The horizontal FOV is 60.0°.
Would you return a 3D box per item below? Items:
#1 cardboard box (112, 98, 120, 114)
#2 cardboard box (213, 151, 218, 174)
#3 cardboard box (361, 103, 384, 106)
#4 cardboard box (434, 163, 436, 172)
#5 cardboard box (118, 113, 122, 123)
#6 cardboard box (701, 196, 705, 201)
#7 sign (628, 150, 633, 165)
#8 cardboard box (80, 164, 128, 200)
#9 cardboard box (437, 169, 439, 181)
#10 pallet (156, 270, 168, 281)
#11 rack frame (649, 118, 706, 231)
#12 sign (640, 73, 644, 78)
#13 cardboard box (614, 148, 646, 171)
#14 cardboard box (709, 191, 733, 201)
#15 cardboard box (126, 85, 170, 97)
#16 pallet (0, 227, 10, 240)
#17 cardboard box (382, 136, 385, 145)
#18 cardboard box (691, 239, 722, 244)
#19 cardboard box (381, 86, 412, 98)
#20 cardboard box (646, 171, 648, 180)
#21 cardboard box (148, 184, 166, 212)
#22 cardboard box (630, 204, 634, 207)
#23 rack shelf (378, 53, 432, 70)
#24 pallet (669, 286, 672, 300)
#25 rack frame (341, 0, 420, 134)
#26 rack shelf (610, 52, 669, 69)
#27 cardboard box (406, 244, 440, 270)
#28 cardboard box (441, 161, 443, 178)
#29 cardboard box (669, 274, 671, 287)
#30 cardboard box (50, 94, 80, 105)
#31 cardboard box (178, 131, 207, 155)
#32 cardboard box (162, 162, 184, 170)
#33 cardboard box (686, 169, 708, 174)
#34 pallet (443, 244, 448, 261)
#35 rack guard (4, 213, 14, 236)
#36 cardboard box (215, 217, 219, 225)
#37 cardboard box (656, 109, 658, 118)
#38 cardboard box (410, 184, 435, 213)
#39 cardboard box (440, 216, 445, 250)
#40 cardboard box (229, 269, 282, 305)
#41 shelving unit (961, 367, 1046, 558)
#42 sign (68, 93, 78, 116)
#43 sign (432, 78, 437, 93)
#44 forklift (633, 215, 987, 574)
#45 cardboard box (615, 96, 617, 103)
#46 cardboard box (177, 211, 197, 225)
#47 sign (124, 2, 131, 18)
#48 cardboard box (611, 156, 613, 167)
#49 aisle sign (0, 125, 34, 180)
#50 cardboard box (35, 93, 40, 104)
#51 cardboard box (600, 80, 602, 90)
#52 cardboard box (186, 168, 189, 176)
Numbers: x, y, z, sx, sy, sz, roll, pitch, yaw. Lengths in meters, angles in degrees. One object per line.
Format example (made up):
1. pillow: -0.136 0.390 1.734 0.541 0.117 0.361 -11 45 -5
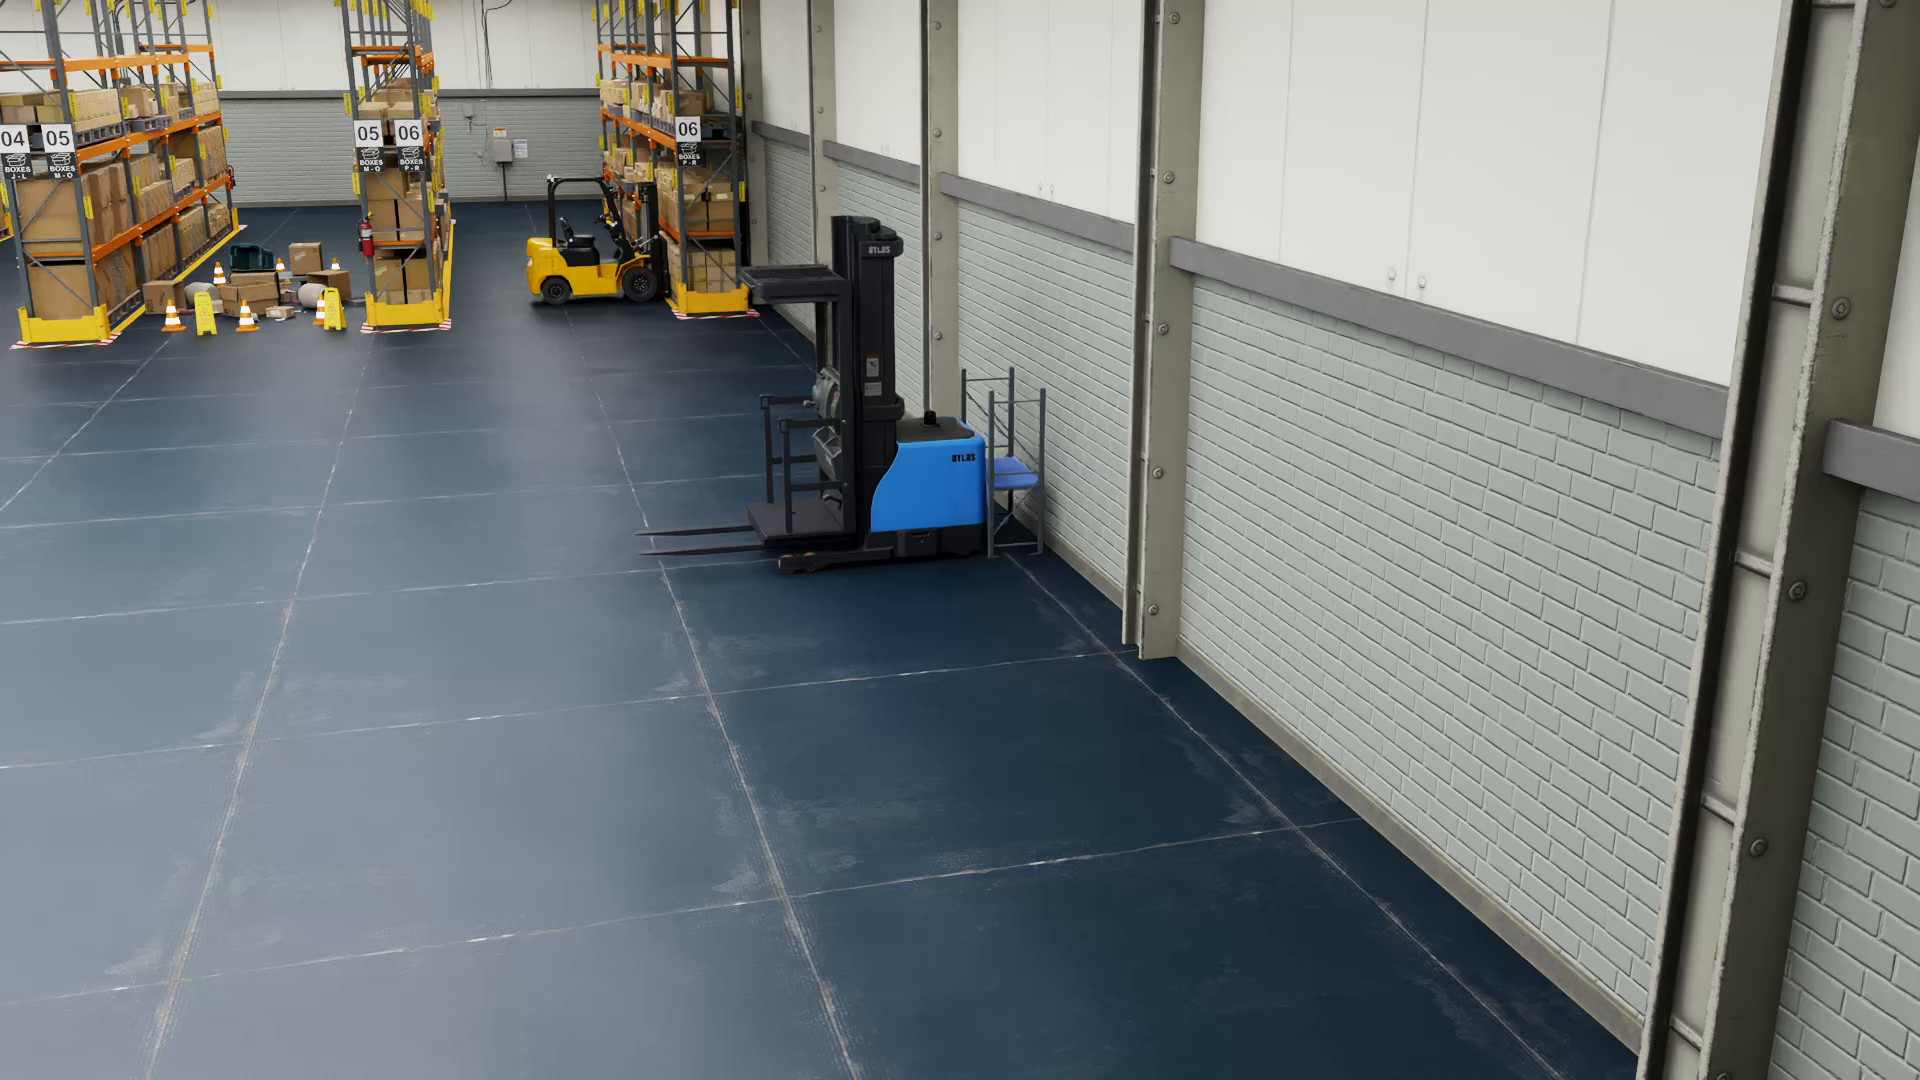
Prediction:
1. cardboard box: -14.407 -7.267 27.855 0.500 0.250 0.500 -5 17 -16
2. cardboard box: -17.304 -8.611 38.013 0.500 0.500 0.500 -4 17 -12
3. cardboard box: -10.075 -7.413 28.552 0.380 0.149 0.250 -5 17 -16
4. cardboard box: -10.172 -6.866 31.474 0.500 0.500 0.500 -5 17 -16
5. cardboard box: -14.382 -7.117 28.047 0.380 0.149 0.250 -5 17 -15
6. cardboard box: -4.221 -5.682 28.779 0.500 0.500 0.500 -4 17 -14
7. sign: -6.905 -8.017 34.851 0.100 0.325 0.005 -5 17 -15
8. cardboard box: -14.458 -5.968 27.767 0.875 0.550 0.550 -5 17 -15
9. cardboard box: -11.325 -7.762 35.267 0.500 0.250 0.500 -5 17 -15
10. pallet: -15.413 -4.837 30.986 1.003 0.211 1.213 -5 17 -15
11. rack frame: -5.286 -6.440 31.474 1.000 3.000 0.127 -5 17 -15
12. sign: -8.045 -11.658 42.093 0.100 0.325 0.005 -5 17 -15
13. cardboard box: -7.567 -8.750 38.262 0.700 0.500 0.500 -4 17 -14
14. cardboard box: -4.031 -5.806 28.063 0.380 0.149 0.250 -5 17 -17
15. cardboard box: -16.690 -9.089 34.171 0.797 0.503 0.637 -5 17 -16
16. pallet: -22.589 -7.031 38.291 1.003 0.211 1.213 -5 17 -15
17. cardboard box: -9.326 -6.333 26.340 0.380 0.149 0.250 -5 17 -15
18. cardboard box: -4.539 -5.264 29.870 0.500 0.250 0.500 -5 17 -16
19. cardboard box: -11.406 -8.932 33.648 0.797 0.503 0.637 -6 18 -19
20. cardboard box: -5.898 -7.079 32.302 0.380 0.149 0.250 -5 18 -17
21. cardboard box: -15.234 -6.401 31.173 0.500 0.500 0.500 -5 17 -16
22. cardboard box: -7.223 -7.491 37.460 0.380 0.149 0.250 -4 17 -13
23. rack shelf: -11.707 -10.043 34.987 1.077 0.370 4.000 -5 17 -15
24. pallet: -4.769 -4.543 30.006 1.003 0.211 1.213 -5 17 -15
25. rack frame: -8.959 -7.813 25.618 1.000 3.000 0.127 -5 17 -15
26. rack shelf: -6.935 -10.436 36.297 1.077 0.370 4.000 -5 17 -15
27. cardboard box: -9.354 -4.866 28.980 0.500 0.500 0.500 -4 17 -12
28. cardboard box: -12.398 -8.735 38.942 0.500 0.500 0.500 -5 17 -15
29. cardboard box: -4.876 -4.600 29.399 0.500 0.250 0.500 -5 17 -15
30. cardboard box: -13.544 -6.654 25.122 0.380 0.149 0.250 -5 17 -15
31. cardboard box: -17.035 -8.795 36.887 0.500 0.500 0.500 -5 18 -17
32. cardboard box: -16.333 -7.749 34.506 0.380 0.149 0.250 -6 18 -18
33. cardboard box: -4.879 -6.804 30.867 0.380 0.149 0.250 -5 17 -17
34. pallet: -11.301 -6.041 34.994 1.003 0.211 1.213 -5 17 -15
35. rack guard: -22.891 -7.391 38.988 1.175 0.500 0.348 -5 17 -15
36. cardboard box: -17.170 -7.299 38.042 0.380 0.149 0.250 -5 17 -16
37. cardboard box: -5.244 -7.644 29.803 0.380 0.149 0.250 -4 17 -14
38. cardboard box: -9.549 -5.991 29.291 0.500 0.500 0.500 -4 17 -13
39. cardboard box: -11.267 -6.534 34.751 0.875 0.875 0.875 -5 17 -16
40. cardboard box: -12.140 -4.353 28.630 0.797 0.637 0.503 -5 17 -15
41. shelving unit: 0.374 -0.721 15.043 0.538 1.500 1.048 -4 17 -13
42. sign: -13.155 -6.456 24.657 0.100 0.325 0.005 -5 17 -15
43. sign: -11.737 -10.139 37.131 0.100 0.325 0.005 -5 17 -15
44. forklift: -1.340 -1.282 14.422 3.031 2.935 1.130 -5 17 -15
45. cardboard box: -7.441 -9.750 36.815 0.380 0.149 0.250 -4 17 -14
46. cardboard box: -16.253 -6.728 34.747 0.500 0.250 0.500 -6 18 -18
47. sign: -17.515 -11.160 35.000 0.100 0.325 0.005 -5 17 -15
48. cardboard box: -8.136 -9.121 40.144 0.500 0.250 0.500 -5 17 -16
49. aisle sign: -13.959 -5.722 24.566 0.394 0.787 0.004 -5 17 -15
50. cardboard box: -14.319 -6.745 25.425 0.380 0.149 0.250 -4 17 -14
51. cardboard box: -8.704 -11.363 41.525 0.500 0.250 0.500 -5 17 -16
52. cardboard box: -16.470 -7.752 35.031 0.380 0.149 0.250 -5 18 -17
